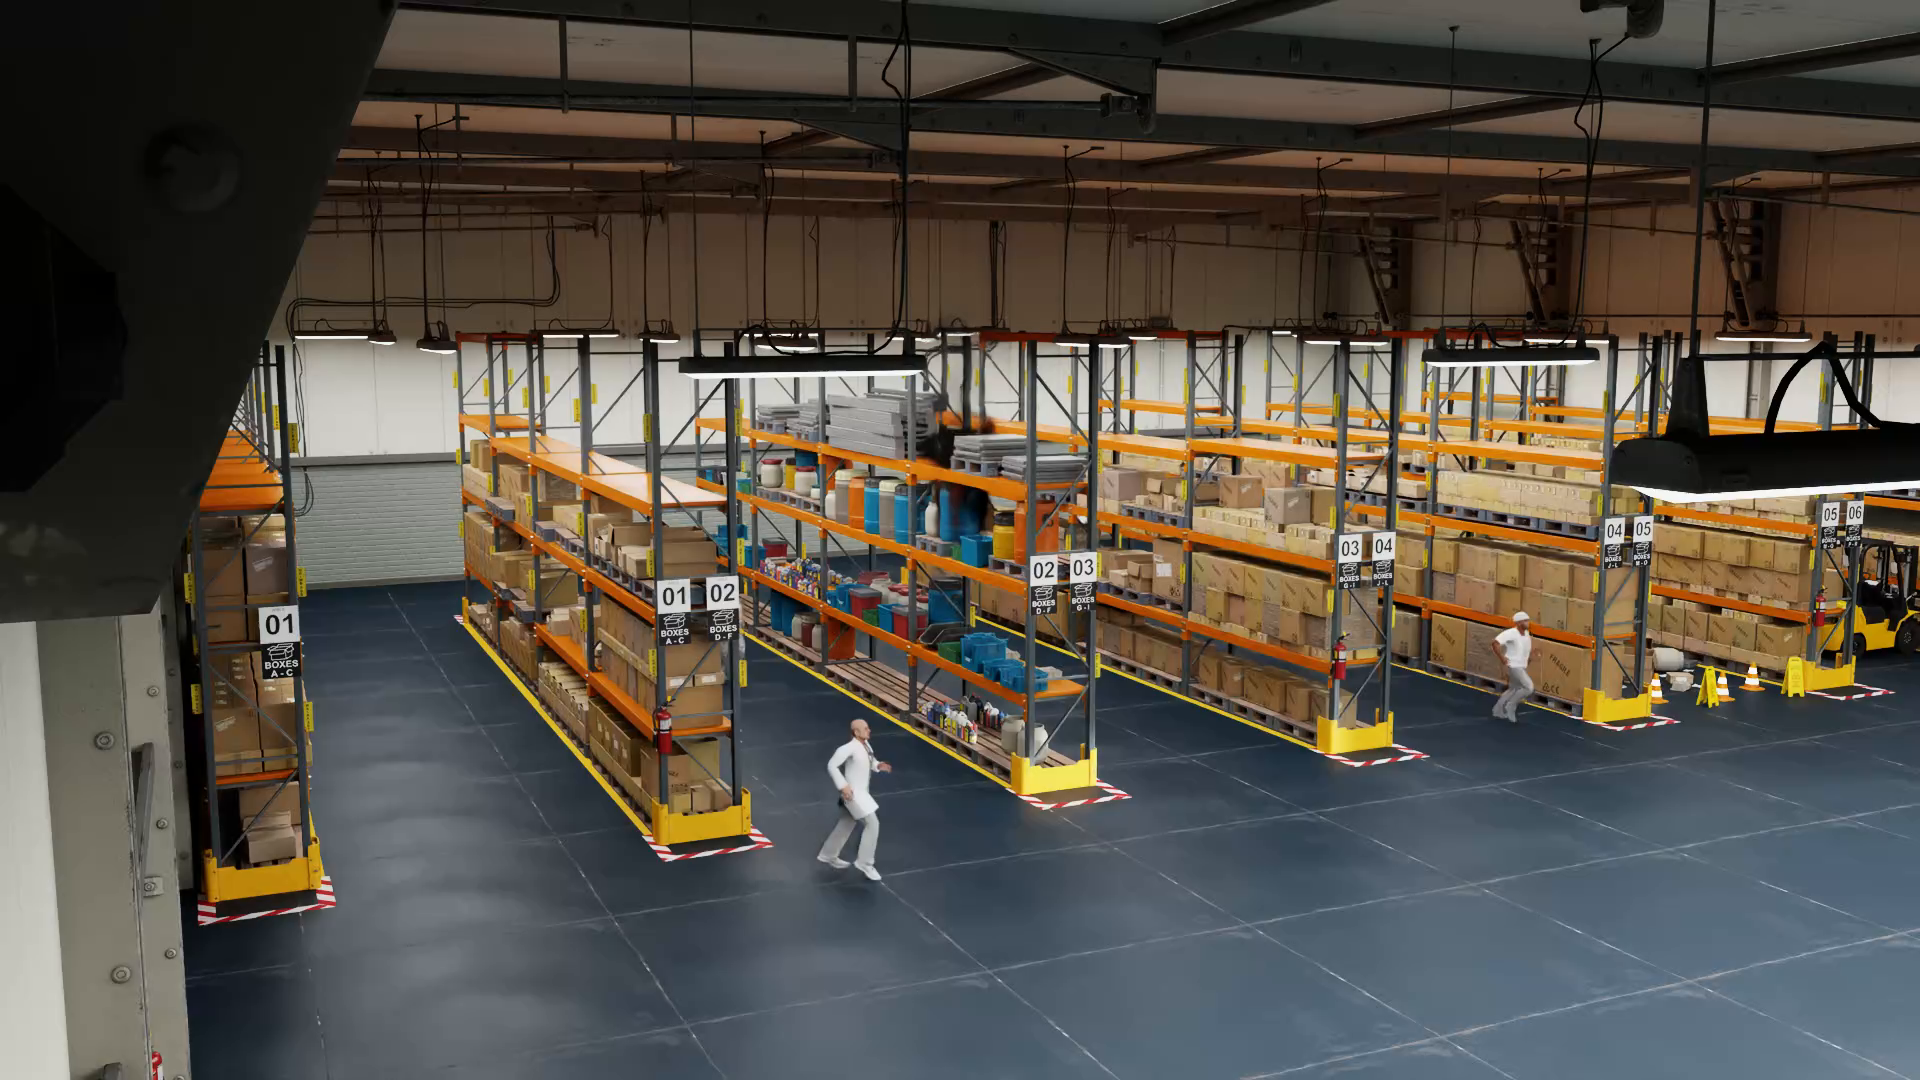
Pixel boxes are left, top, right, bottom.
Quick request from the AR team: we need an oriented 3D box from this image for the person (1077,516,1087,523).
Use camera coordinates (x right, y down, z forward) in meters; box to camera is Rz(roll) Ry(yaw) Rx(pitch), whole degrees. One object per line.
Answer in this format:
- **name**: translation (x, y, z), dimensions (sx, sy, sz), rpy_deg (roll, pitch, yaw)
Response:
- **person**: translation (3.170, -0.198, 42.156), dimensions (0.557, 1.533, 0.631), rpy_deg (6, 10, 37)

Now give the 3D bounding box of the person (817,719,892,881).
- **person**: translation (-1.209, 2.922, 18.872), dimensions (0.865, 1.842, 0.694), rpy_deg (1, 8, 7)

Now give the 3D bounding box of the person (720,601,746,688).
- **person**: translation (-3.944, 1.625, 28.527), dimensions (0.654, 1.799, 0.735), rpy_deg (-5, 9, -33)

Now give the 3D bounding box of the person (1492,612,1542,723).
- **person**: translation (8.685, 1.976, 25.934), dimensions (0.716, 1.738, 0.686), rpy_deg (7, 10, 41)
